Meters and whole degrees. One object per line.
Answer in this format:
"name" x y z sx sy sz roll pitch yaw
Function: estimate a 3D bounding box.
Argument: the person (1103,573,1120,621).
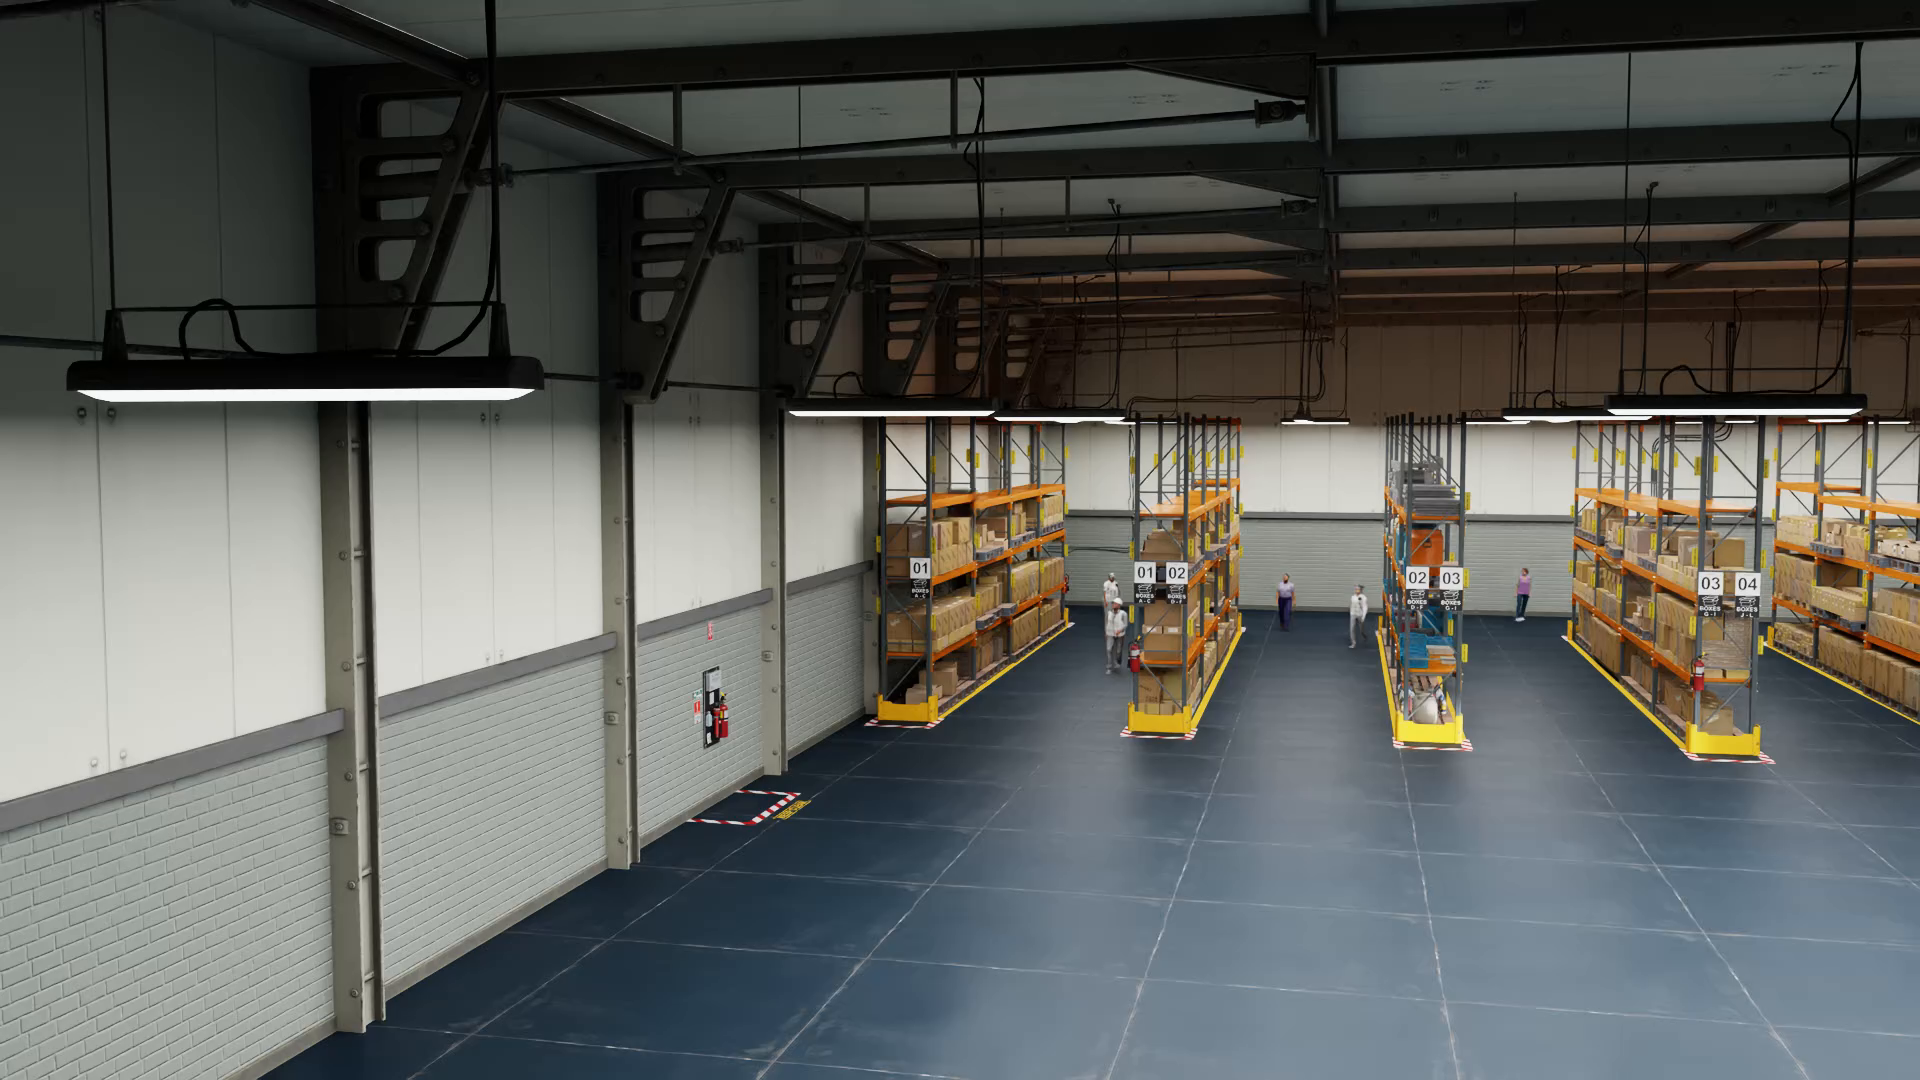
"person" 4.241 1.743 46.566 0.494 1.681 0.418 -2 5 -33

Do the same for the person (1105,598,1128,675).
"person" 3.648 2.244 38.932 0.563 1.772 0.940 1 4 13

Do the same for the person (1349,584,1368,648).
"person" 10.356 1.966 43.193 0.513 1.647 0.770 2 5 32

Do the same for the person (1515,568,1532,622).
"person" 16.686 1.619 49.220 0.465 1.588 0.482 0 4 2

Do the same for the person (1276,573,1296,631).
"person" 9.216 1.749 47.029 0.536 1.593 0.929 1 4 18
